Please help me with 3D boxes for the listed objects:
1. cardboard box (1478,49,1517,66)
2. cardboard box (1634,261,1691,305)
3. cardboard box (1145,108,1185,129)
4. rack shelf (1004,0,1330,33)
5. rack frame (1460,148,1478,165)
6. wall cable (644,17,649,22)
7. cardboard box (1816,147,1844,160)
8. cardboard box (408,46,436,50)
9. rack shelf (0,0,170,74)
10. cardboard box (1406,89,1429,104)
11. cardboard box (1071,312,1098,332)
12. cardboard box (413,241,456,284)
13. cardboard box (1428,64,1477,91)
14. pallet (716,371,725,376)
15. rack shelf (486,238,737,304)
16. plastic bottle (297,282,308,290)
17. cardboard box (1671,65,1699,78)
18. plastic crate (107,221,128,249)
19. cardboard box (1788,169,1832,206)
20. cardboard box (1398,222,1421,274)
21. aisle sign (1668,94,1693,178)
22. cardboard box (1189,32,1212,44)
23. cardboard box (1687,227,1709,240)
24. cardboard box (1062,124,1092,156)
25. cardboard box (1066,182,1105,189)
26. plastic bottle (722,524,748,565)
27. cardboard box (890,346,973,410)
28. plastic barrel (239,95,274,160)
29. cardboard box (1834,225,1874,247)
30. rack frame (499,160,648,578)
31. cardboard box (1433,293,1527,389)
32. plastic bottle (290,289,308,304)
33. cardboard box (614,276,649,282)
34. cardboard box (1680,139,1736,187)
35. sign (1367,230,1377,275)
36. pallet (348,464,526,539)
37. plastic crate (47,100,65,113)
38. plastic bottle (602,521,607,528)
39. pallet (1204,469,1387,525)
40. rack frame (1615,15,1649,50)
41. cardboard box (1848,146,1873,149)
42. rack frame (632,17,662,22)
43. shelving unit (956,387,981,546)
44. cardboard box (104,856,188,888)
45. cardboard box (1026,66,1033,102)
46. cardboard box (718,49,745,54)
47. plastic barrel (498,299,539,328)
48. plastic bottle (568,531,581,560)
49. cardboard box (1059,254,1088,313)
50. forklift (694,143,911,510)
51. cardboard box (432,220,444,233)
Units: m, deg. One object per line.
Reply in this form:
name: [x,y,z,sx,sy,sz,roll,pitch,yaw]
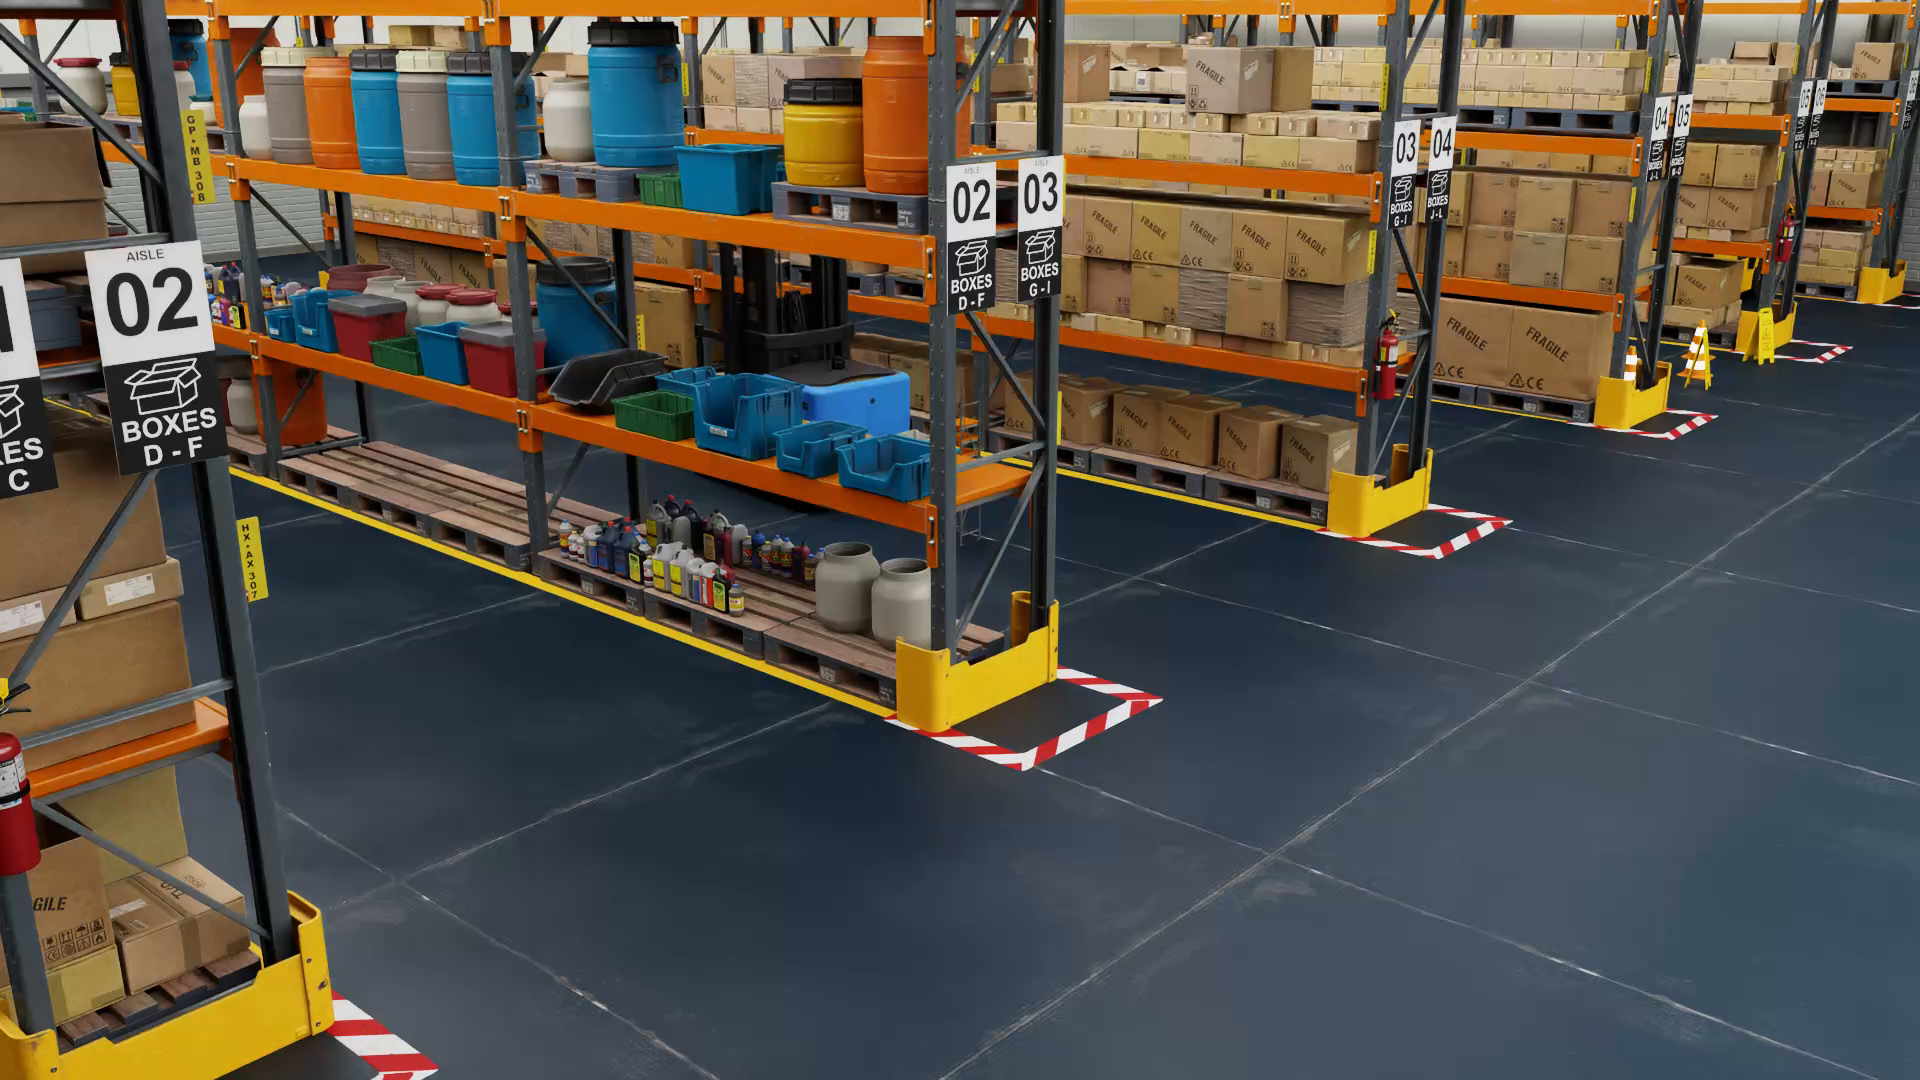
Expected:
cardboard box: [5.434,-4.876,16.796,0.250,0.149,0.380,15,23,38]
cardboard box: [8.907,-3.285,21.115,0.500,0.500,0.500,16,24,41]
cardboard box: [1.756,-3.509,13.840,0.250,0.149,0.380,16,23,41]
rack shelf: [2.374,-6.222,19.693,4.000,0.370,1.077,15,23,39]
rack frame: [7.080,-4.635,22.758,0.127,3.000,1.000,15,23,39]
wall cable: [-6.337,-10.982,32.841,0.029,3.000,0.463,15,23,39]
cardboard box: [12.537,-5.568,23.967,0.250,0.149,0.380,16,23,40]
cardboard box: [-6.506,-5.977,21.003,0.500,0.500,0.700,17,24,42]
rack shelf: [-4.580,-2.077,6.630,4.000,0.370,1.077,15,23,39]
cardboard box: [4.870,-4.647,17.394,0.250,0.149,0.380,15,23,39]
cardboard box: [1.200,-1.957,14.736,0.250,0.149,0.380,15,23,39]
cardboard box: [-6.595,-3.518,22.057,0.875,0.875,0.875,15,23,39]
cardboard box: [5.185,-4.778,17.145,0.500,0.250,0.500,15,23,40]
pallet: [-1.906,-1.710,18.150,1.213,0.211,1.003,15,23,39]
rack shelf: [-3.986,-3.255,19.598,4.000,0.370,1.077,15,23,39]
plastic bottle: [-6.102,-2.256,15.455,0.133,0.283,0.061,15,23,39]
cardboard box: [8.918,-5.744,20.391,0.250,0.149,0.380,15,23,39]
plastic crate: [-9.271,-3.174,17.949,0.583,0.464,0.402,15,23,39]
cardboard box: [12.439,-5.149,24.212,0.500,0.500,0.500,16,24,41]
cardboard box: [4.906,-3.255,18.161,0.550,0.550,0.875,15,23,39]
aisle sign: [7.114,-3.985,16.411,0.004,0.787,0.394,15,23,39]
cardboard box: [4.382,-9.123,30.319,0.258,0.266,0.396,15,23,39]
cardboard box: [9.209,-3.821,20.608,0.250,0.149,0.380,15,23,38]
cardboard box: [1.068,-3.498,14.464,0.500,0.250,0.500,15,23,39]
cardboard box: [1.021,-3.031,15.394,0.500,0.500,0.500,15,23,39]
plastic bottle: [-1.609,0.017,11.875,0.135,0.276,0.152,16,23,40]
cardboard box: [-0.287,-1.640,16.724,0.500,0.500,0.700,15,23,39]
plastic barrel: [-5.748,-3.427,13.808,0.421,0.512,0.421,0,18,0]
cardboard box: [13.130,-4.461,24.409,0.500,0.250,0.500,15,23,38]
rack frame: [-2.786,-1.272,12.162,0.127,3.000,1.000,15,23,39]
cardboard box: [5.651,-2.177,17.830,0.875,0.875,0.875,15,23,38]
plastic bottle: [-5.987,-2.142,15.108,0.135,0.276,0.152,15,23,39]
cardboard box: [-3.654,-2.708,19.503,0.875,0.875,1.225,15,23,39]
cardboard box: [9.171,-4.655,20.509,0.500,0.500,0.700,15,23,40]
sign: [3.110,-2.171,12.557,0.005,0.325,0.100,15,23,39]
pallet: [-4.316,-0.337,13.825,1.213,0.211,1.003,15,23,39]
plastic crate: [-9.516,-4.558,17.771,0.590,0.269,0.497,15,23,39]
plastic bottle: [-2.508,0.010,11.884,0.133,0.283,0.061,15,23,39]
pallet: [2.853,-0.447,14.172,1.213,0.211,1.003,15,23,39]
rack frame: [10.372,-8.618,25.392,0.127,3.000,1.000,15,23,39]
cardboard box: [13.097,-5.638,24.188,0.250,0.149,0.380,16,24,41]
rack frame: [-5.106,-8.764,25.850,0.127,3.000,1.000,15,23,39]
shelving unit: [0.011,-0.569,12.921,0.189,1.200,0.258,15,23,39]
cardboard box: [-3.714,1.503,7.267,0.500,0.250,0.500,15,23,39]
cardboard box: [0.628,-5.950,21.778,0.500,0.500,0.500,15,23,39]
cardboard box: [-3.314,-7.096,24.317,0.250,0.149,0.380,14,22,37]
plastic barrel: [-3.356,-1.579,12.904,0.433,0.535,0.433,0,18,0]
plastic bottle: [-2.762,0.035,11.941,0.097,0.201,0.097,0,18,0]
cardboard box: [1.148,-2.370,14.963,0.500,0.500,0.875,15,23,39]
forklift: [-1.737,-2.022,14.636,1.130,2.935,3.031,-14,23,-38]
cardboard box: [-6.504,-4.022,21.240,0.250,0.149,0.380,16,23,40]
